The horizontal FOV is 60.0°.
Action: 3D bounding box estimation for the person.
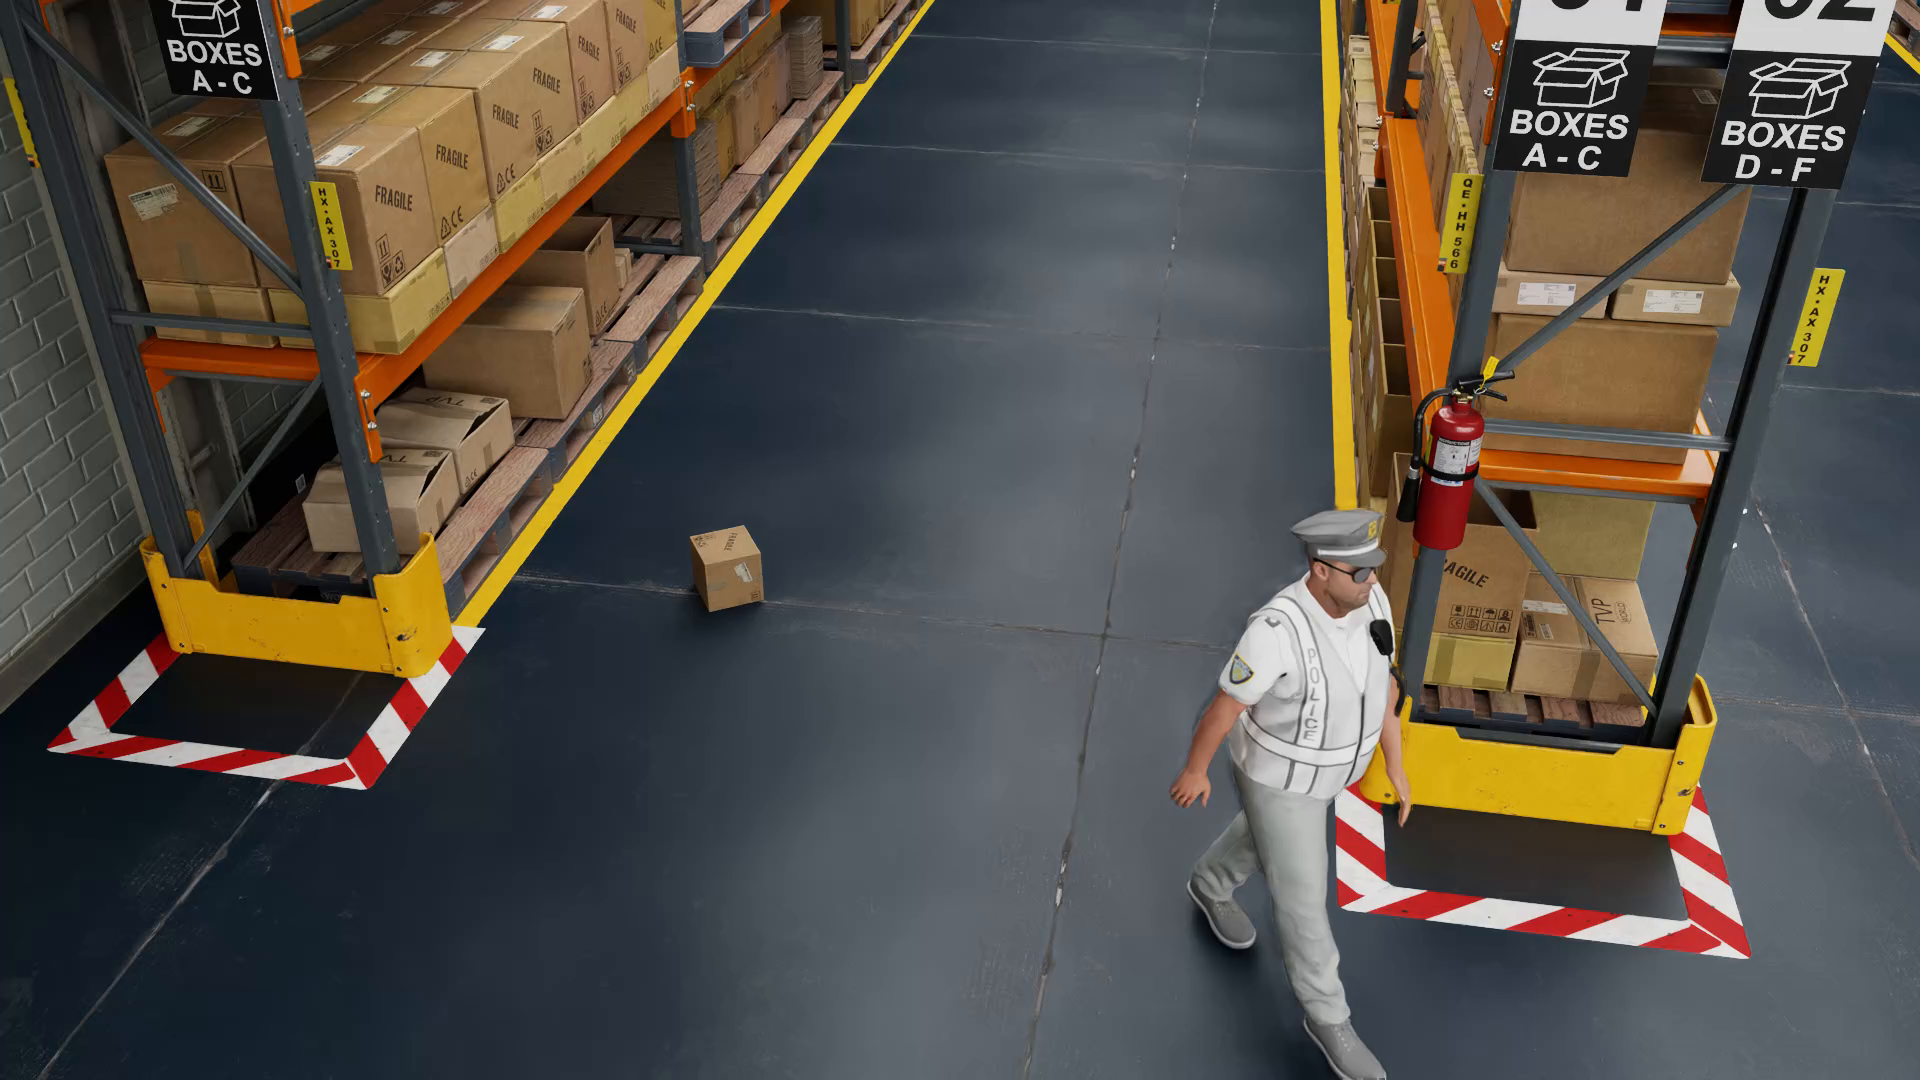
[{"bbox_3d":[1.078,0.707,4.962,0.625,1.725,0.981,-23,39,-32],"label":"person"}]
